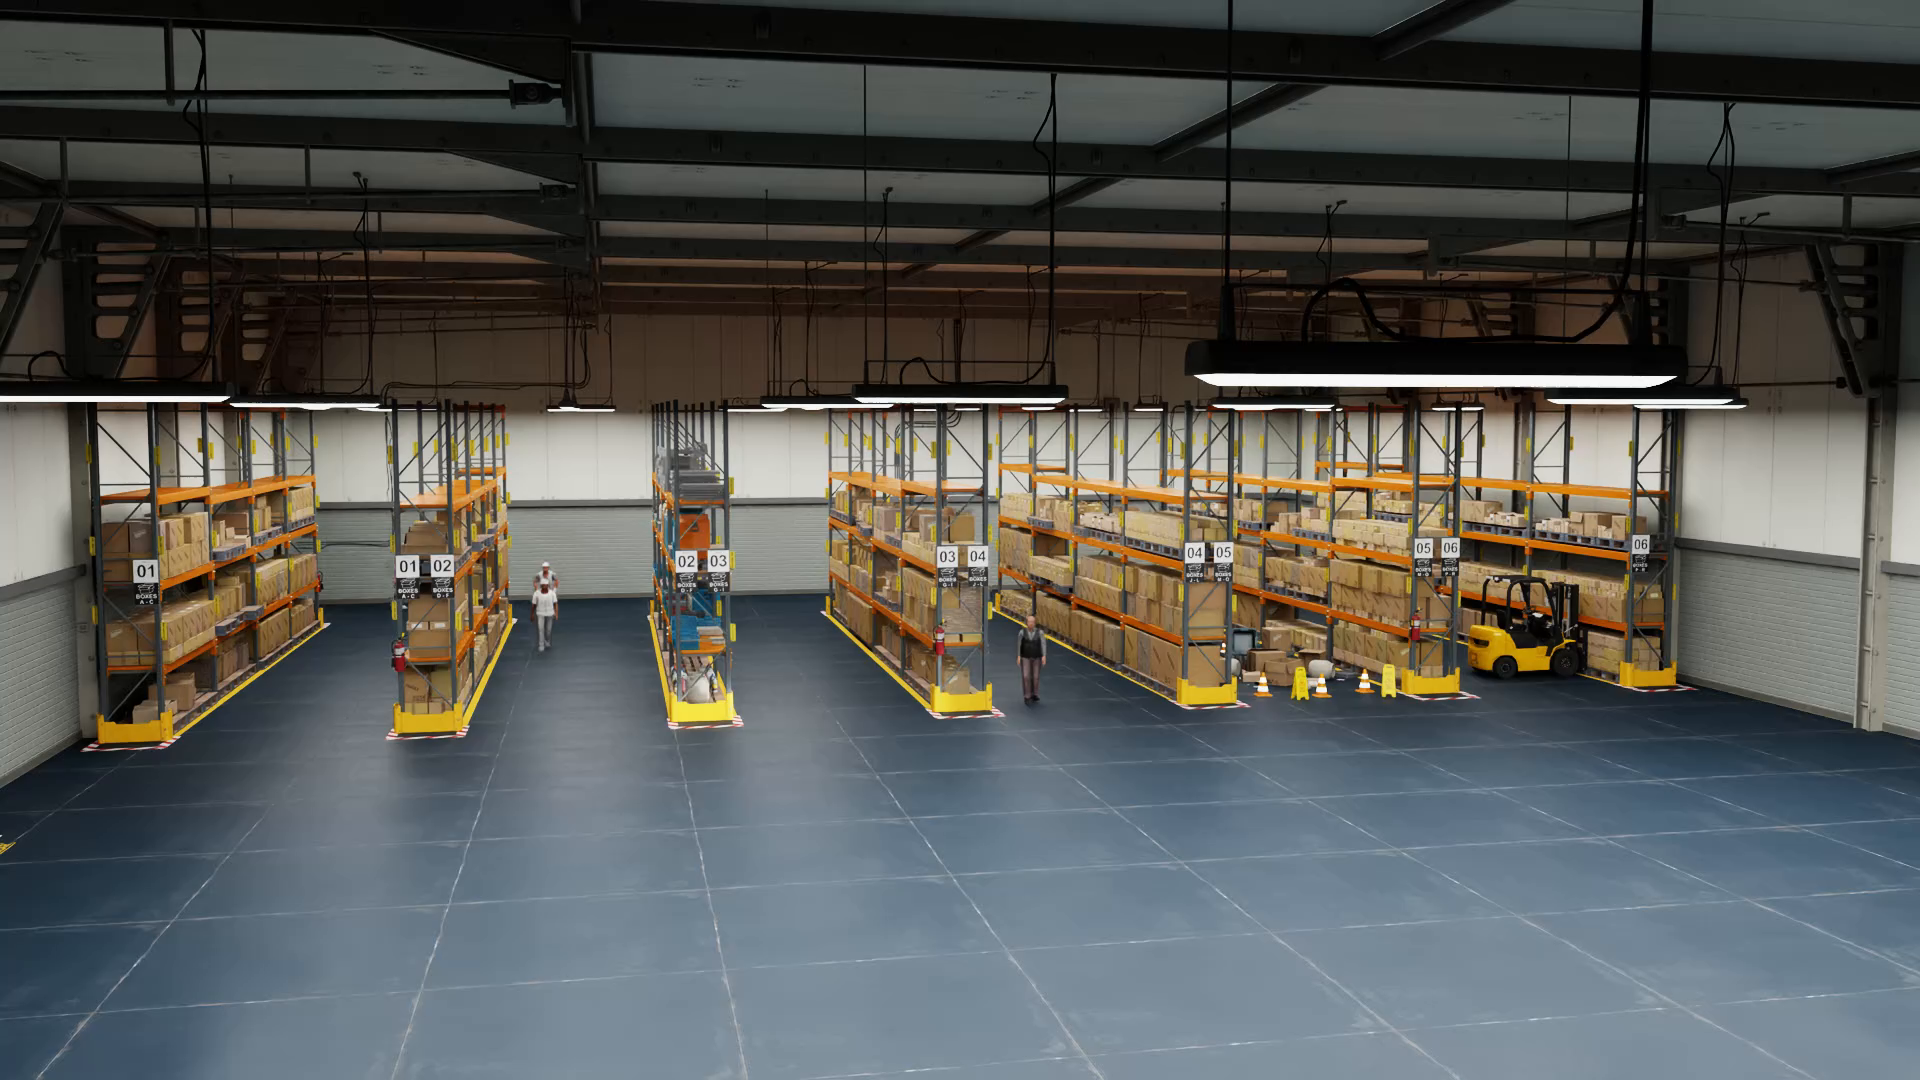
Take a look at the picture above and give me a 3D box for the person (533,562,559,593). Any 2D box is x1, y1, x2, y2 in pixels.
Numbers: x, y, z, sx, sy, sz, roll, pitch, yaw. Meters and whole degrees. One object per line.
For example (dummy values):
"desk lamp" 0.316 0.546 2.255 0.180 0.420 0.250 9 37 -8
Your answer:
"person" -11.369 1.439 45.672 0.640 1.687 0.727 0 4 -3

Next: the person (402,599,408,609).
"person" -16.277 1.229 48.861 0.394 1.596 0.431 2 5 29

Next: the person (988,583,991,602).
"person" 0.531 1.620 42.936 0.544 1.716 1.094 -1 4 -17

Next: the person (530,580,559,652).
"person" -10.069 1.816 40.311 0.648 1.704 1.105 -2 5 -20

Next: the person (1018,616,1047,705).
"person" 1.433 2.382 33.080 0.585 1.743 0.624 1 4 8
